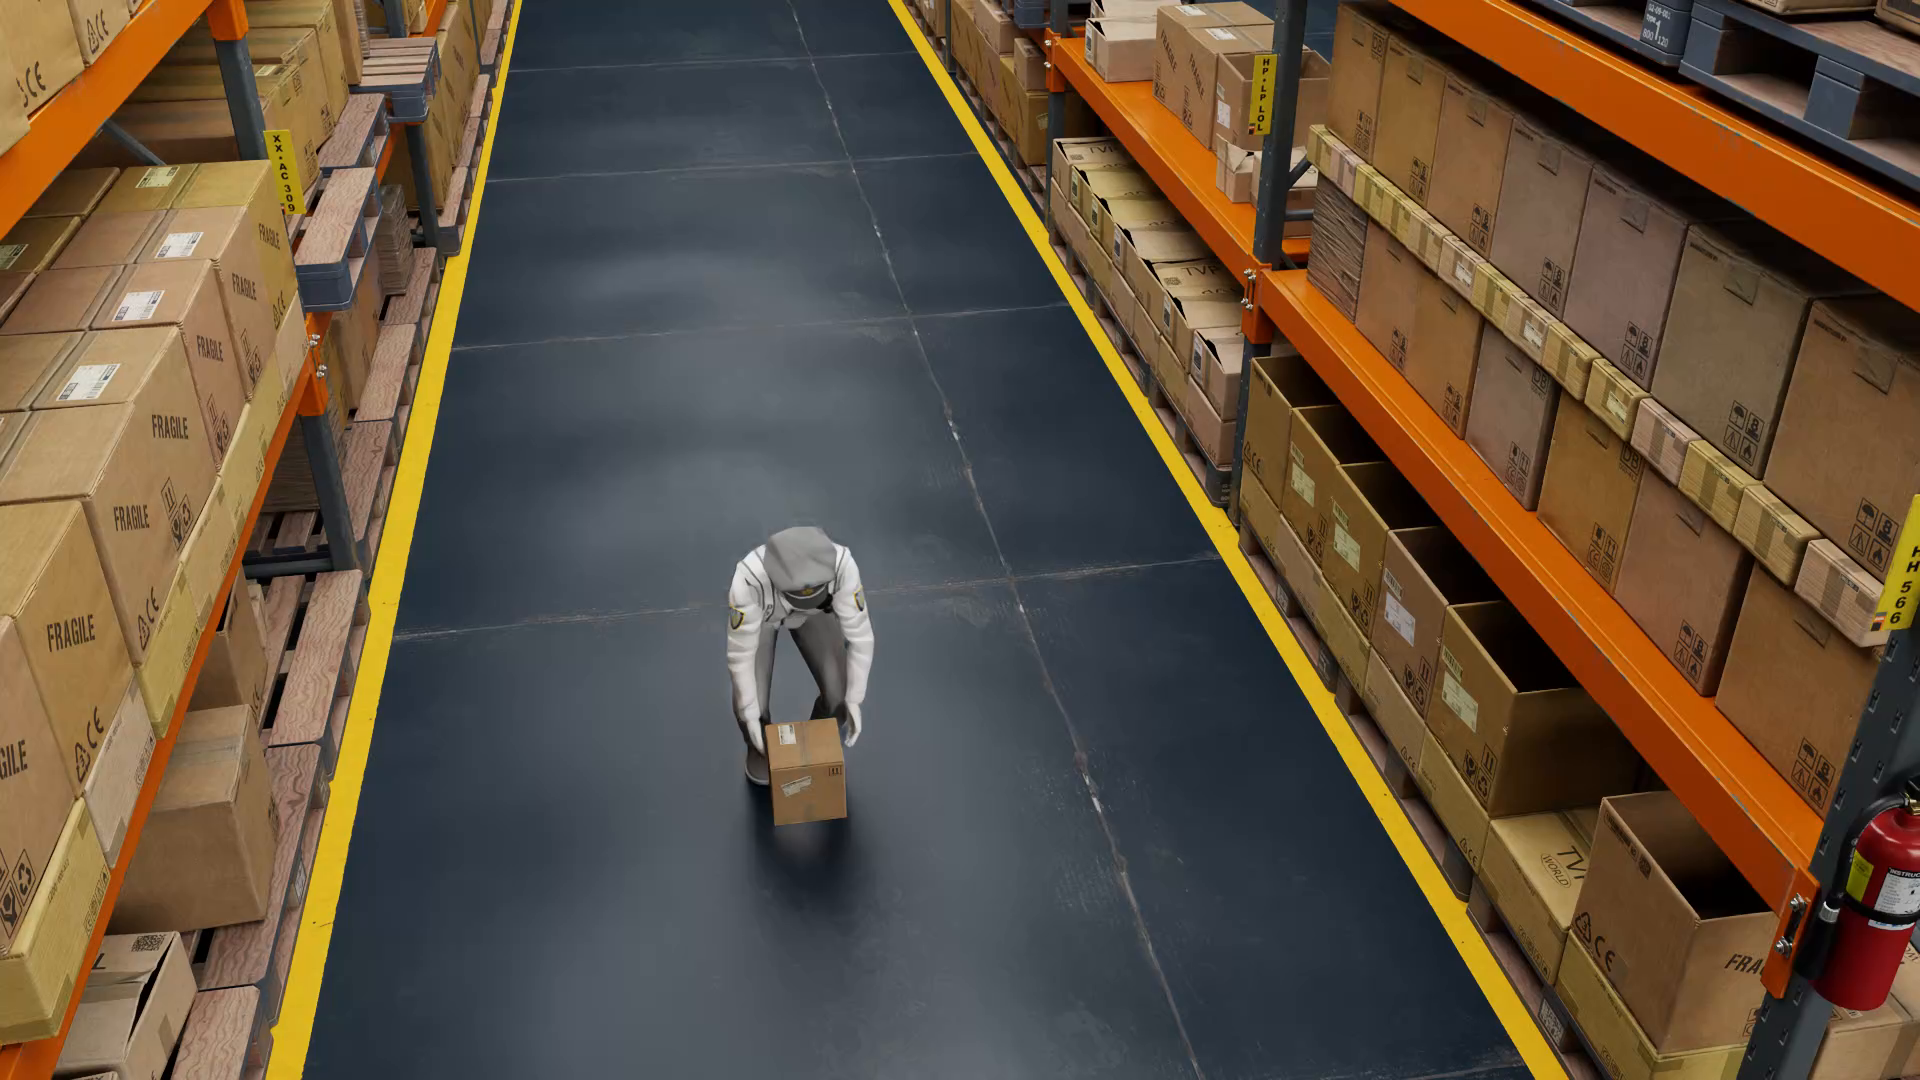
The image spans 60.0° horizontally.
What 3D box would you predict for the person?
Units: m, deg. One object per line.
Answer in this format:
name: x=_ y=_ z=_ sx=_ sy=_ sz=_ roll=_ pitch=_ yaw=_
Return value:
person: x=-0.581 y=0.377 z=5.971 sx=0.524 sy=1.188 sz=0.789 roll=-5 pitch=31 yaw=-9
